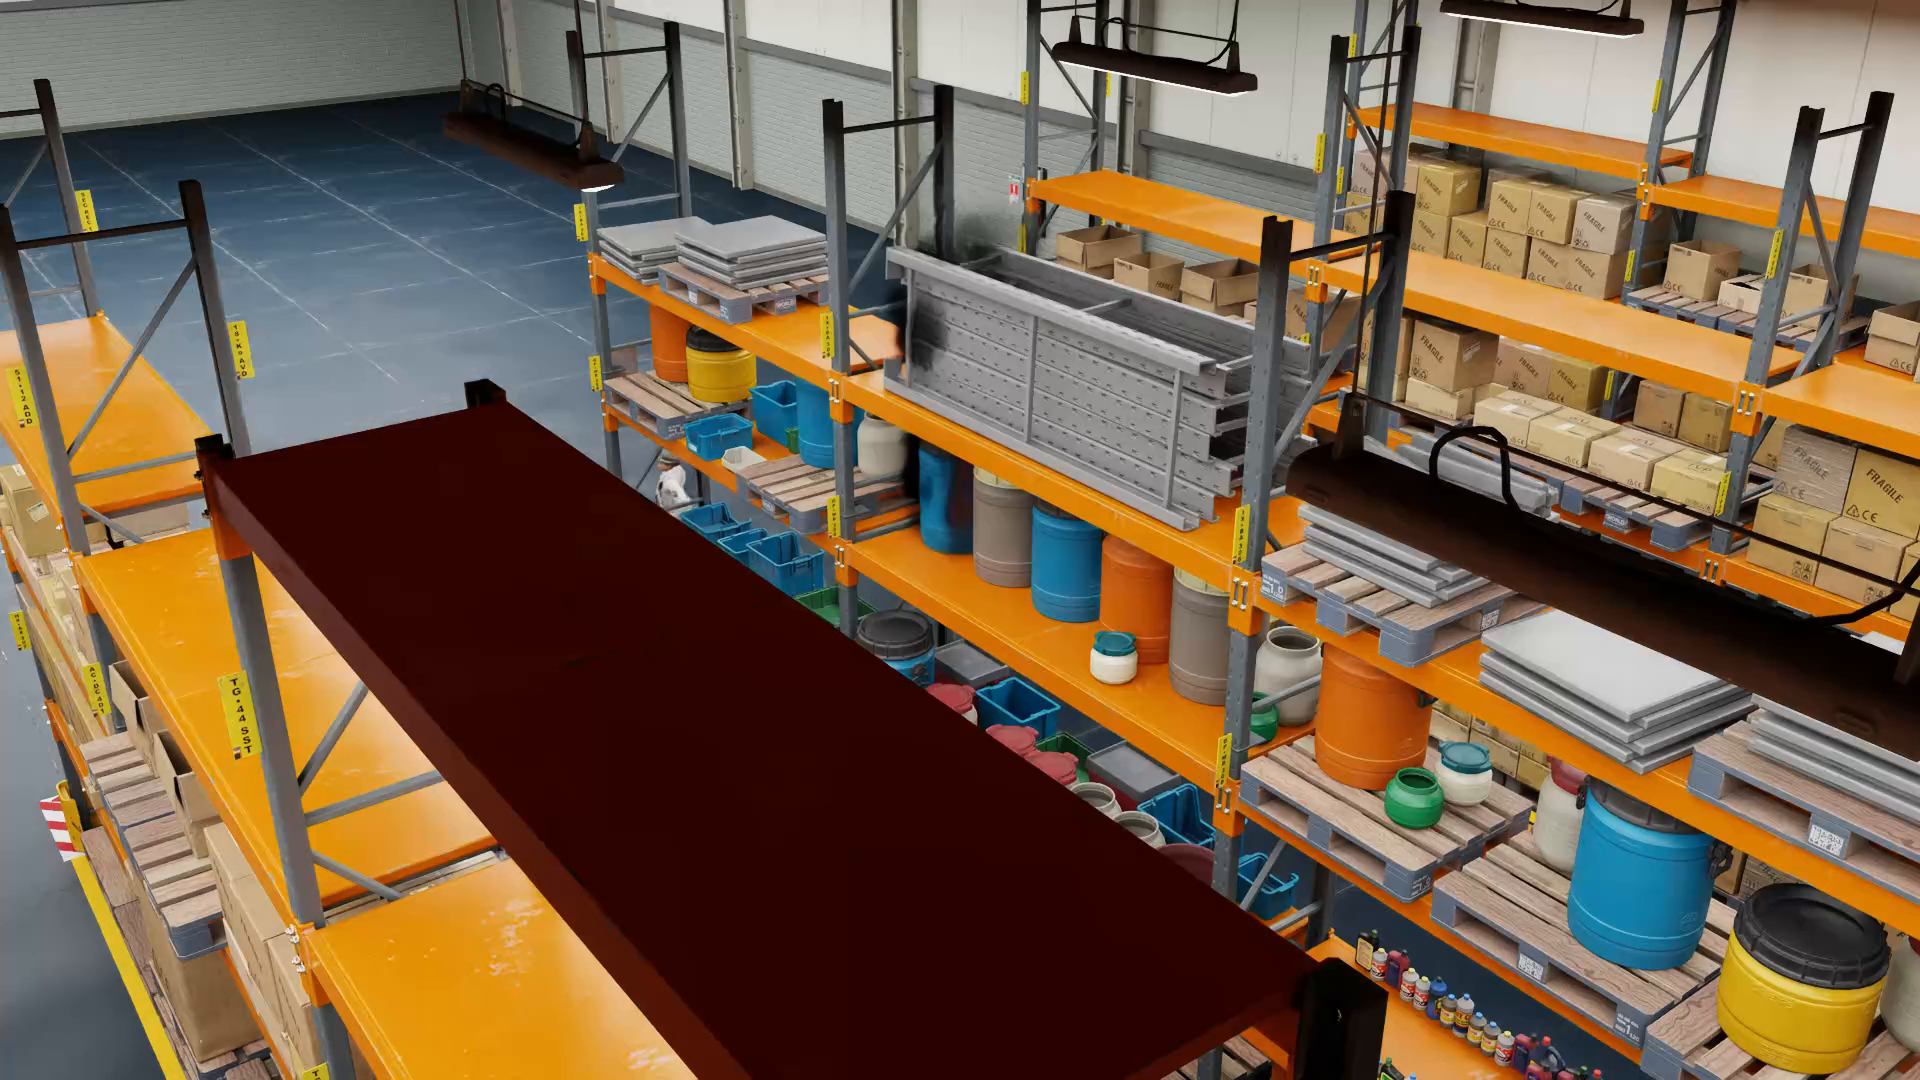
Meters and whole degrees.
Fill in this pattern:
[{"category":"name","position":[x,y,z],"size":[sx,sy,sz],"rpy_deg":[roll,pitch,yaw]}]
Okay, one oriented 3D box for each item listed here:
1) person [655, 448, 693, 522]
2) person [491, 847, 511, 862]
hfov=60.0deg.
[{"category":"person","position":[-2.945,-0.269,17.649],"size":[0.868,1.609,0.673],"rpy_deg":[1,25,2]},{"category":"person","position":[-3.100,2.585,11.387],"size":[0.576,1.749,0.732],"rpy_deg":[-22,33,-39]}]
